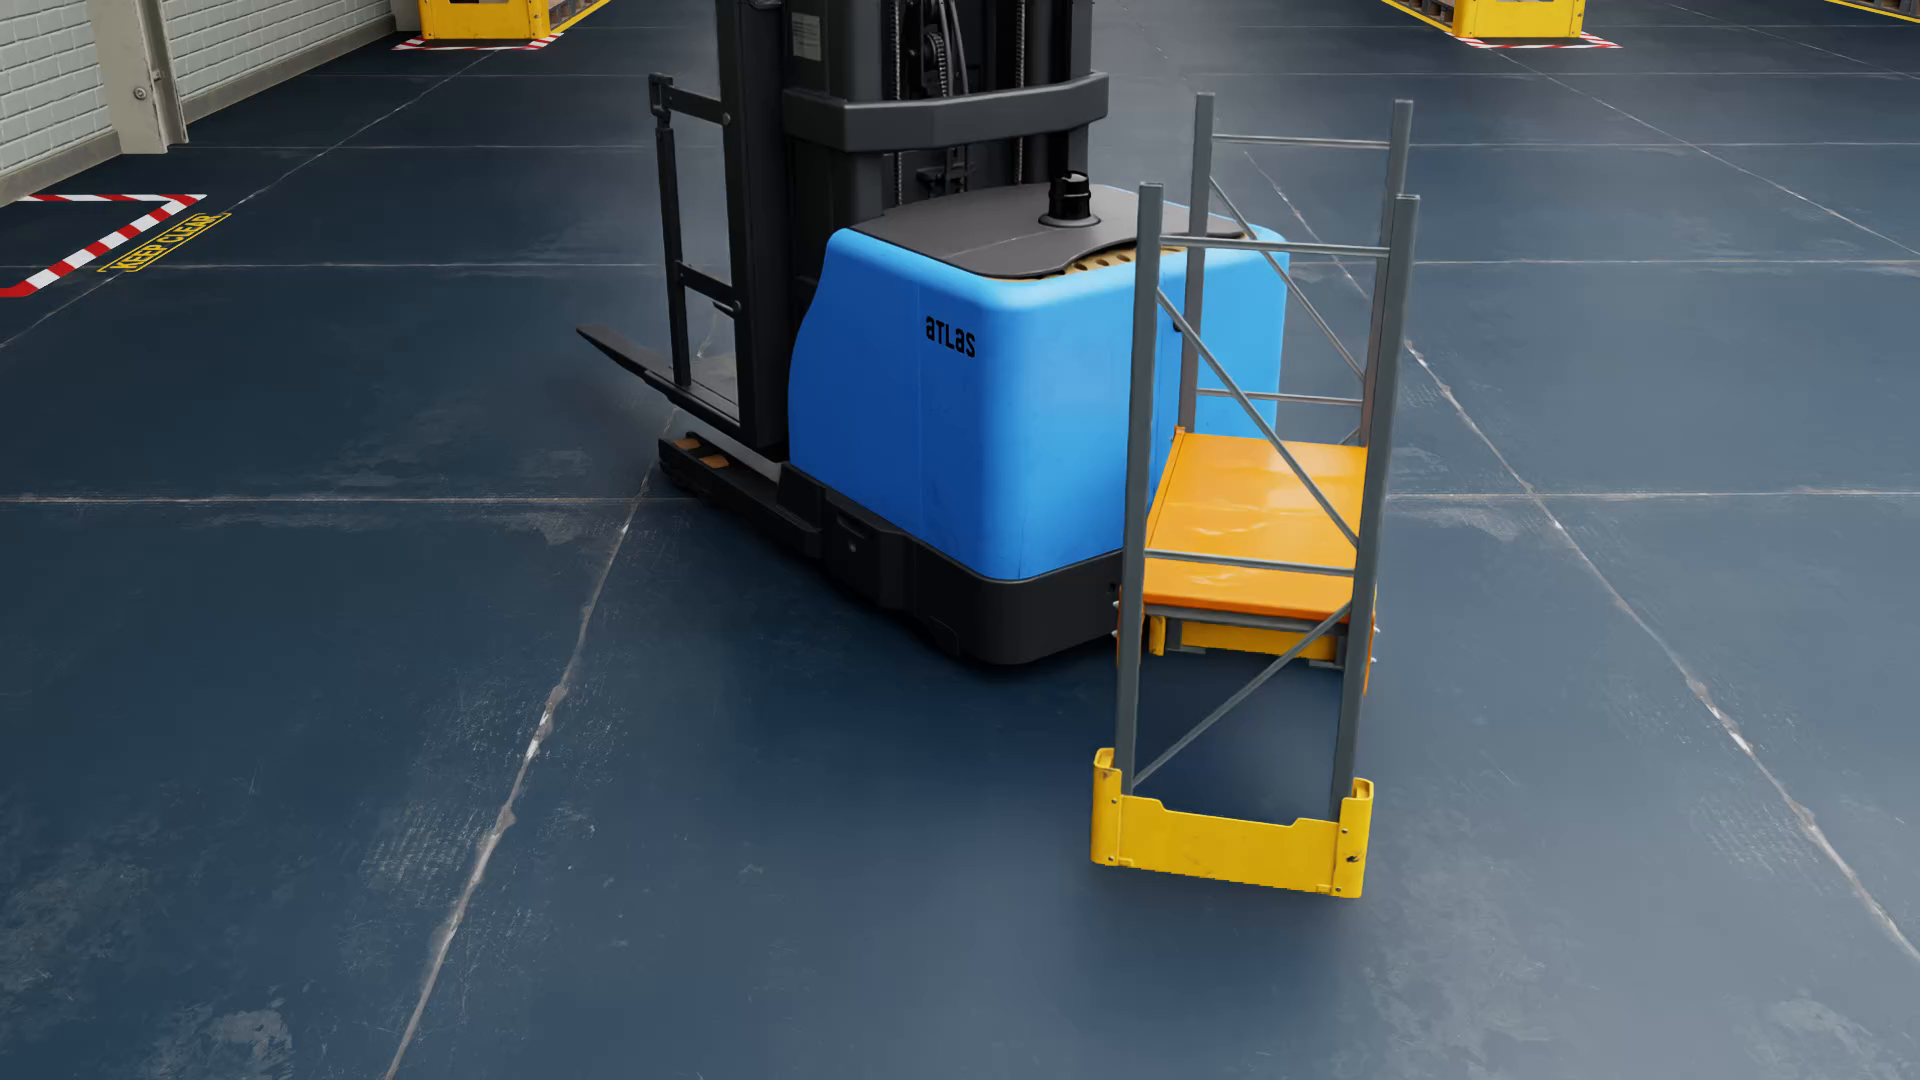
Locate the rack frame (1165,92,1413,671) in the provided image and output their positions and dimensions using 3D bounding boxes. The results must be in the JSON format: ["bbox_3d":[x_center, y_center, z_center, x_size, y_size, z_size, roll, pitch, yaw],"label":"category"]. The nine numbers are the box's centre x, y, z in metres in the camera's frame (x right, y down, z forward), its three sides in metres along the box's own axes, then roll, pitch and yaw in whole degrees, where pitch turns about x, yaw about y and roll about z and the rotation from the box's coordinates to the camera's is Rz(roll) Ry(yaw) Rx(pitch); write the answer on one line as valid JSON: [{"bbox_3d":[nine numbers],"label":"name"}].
[{"bbox_3d":[0.809,-0.359,4.223,0.500,1.500,0.032,6,25,12],"label":"rack frame"}]

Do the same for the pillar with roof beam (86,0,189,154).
[{"bbox_3d":[-1.022,-6.712,9.170,9.100,9.000,0.400,0,24,-1],"label":"pillar with roof beam"}]

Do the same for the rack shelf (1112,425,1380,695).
[{"bbox_3d":[0.692,0.009,3.846,0.538,0.185,1.000,6,25,12],"label":"rack shelf"}]

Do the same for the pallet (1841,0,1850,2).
[{"bbox_3d":[10.339,-6.315,18.956,1.003,0.211,1.213,0,24,-1],"label":"pallet"}]

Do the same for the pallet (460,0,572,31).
[{"bbox_3d":[-4.493,-5.242,16.585,1.003,0.211,1.213,0,24,-1],"label":"pallet"}]

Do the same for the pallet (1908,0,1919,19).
[{"bbox_3d":[10.366,-5.309,16.733,1.003,0.211,1.213,0,24,-1],"label":"pallet"}]

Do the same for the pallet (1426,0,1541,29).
[{"bbox_3d":[5.336,-5.287,16.683,1.003,0.211,1.213,0,24,-1],"label":"pallet"}]

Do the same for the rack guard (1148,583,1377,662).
[{"bbox_3d":[0.809,0.211,4.480,0.587,0.250,0.087,6,25,12],"label":"rack guard"}]

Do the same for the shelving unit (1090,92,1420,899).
[{"bbox_3d":[0.694,-0.158,3.780,0.587,1.500,1.083,6,25,12],"label":"shelving unit"}]

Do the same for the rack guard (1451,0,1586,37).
[{"bbox_3d":[5.339,-5.083,15.883,1.175,0.500,0.348,0,24,-1],"label":"rack guard"}]

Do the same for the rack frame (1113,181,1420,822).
[{"bbox_3d":[0.575,0.049,3.322,0.500,1.500,0.032,6,25,12],"label":"rack frame"}]

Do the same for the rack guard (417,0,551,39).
[{"bbox_3d":[-4.520,-5.039,15.785,1.175,0.500,0.348,0,24,-1],"label":"rack guard"}]

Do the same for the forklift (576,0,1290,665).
[{"bbox_3d":[-0.364,-1.556,5.134,1.130,2.935,3.031,-17,29,-32],"label":"forklift"}]

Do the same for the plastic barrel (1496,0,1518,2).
[{"bbox_3d":[5.304,-5.520,16.324,0.421,0.512,0.421,0,24,0],"label":"plastic barrel"}]

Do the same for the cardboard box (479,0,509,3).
[{"bbox_3d":[-4.437,-5.408,16.295,0.500,0.311,0.500,-3,25,-7],"label":"cardboard box"}]

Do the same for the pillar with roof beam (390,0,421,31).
[{"bbox_3d":[-1.087,-9.184,14.636,9.100,9.000,0.400,0,24,-1],"label":"pillar with roof beam"}]

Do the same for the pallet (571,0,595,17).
[{"bbox_3d":[-4.504,-5.744,17.694,1.003,0.211,1.213,0,24,-1],"label":"pallet"}]

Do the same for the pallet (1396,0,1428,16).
[{"bbox_3d":[5.326,-5.788,17.791,1.003,0.211,1.213,0,24,-1],"label":"pallet"}]

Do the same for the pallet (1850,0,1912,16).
[{"bbox_3d":[10.355,-5.811,17.841,1.003,0.211,1.213,0,24,-1],"label":"pallet"}]

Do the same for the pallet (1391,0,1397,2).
[{"bbox_3d":[5.309,-6.292,18.906,1.003,0.211,1.213,0,24,-1],"label":"pallet"}]

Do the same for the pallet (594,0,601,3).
[{"bbox_3d":[-4.520,-6.248,18.808,1.003,0.211,1.213,0,24,-1],"label":"pallet"}]

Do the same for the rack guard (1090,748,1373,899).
[{"bbox_3d":[0.580,0.611,3.596,0.587,0.250,0.087,6,25,12],"label":"rack guard"}]
